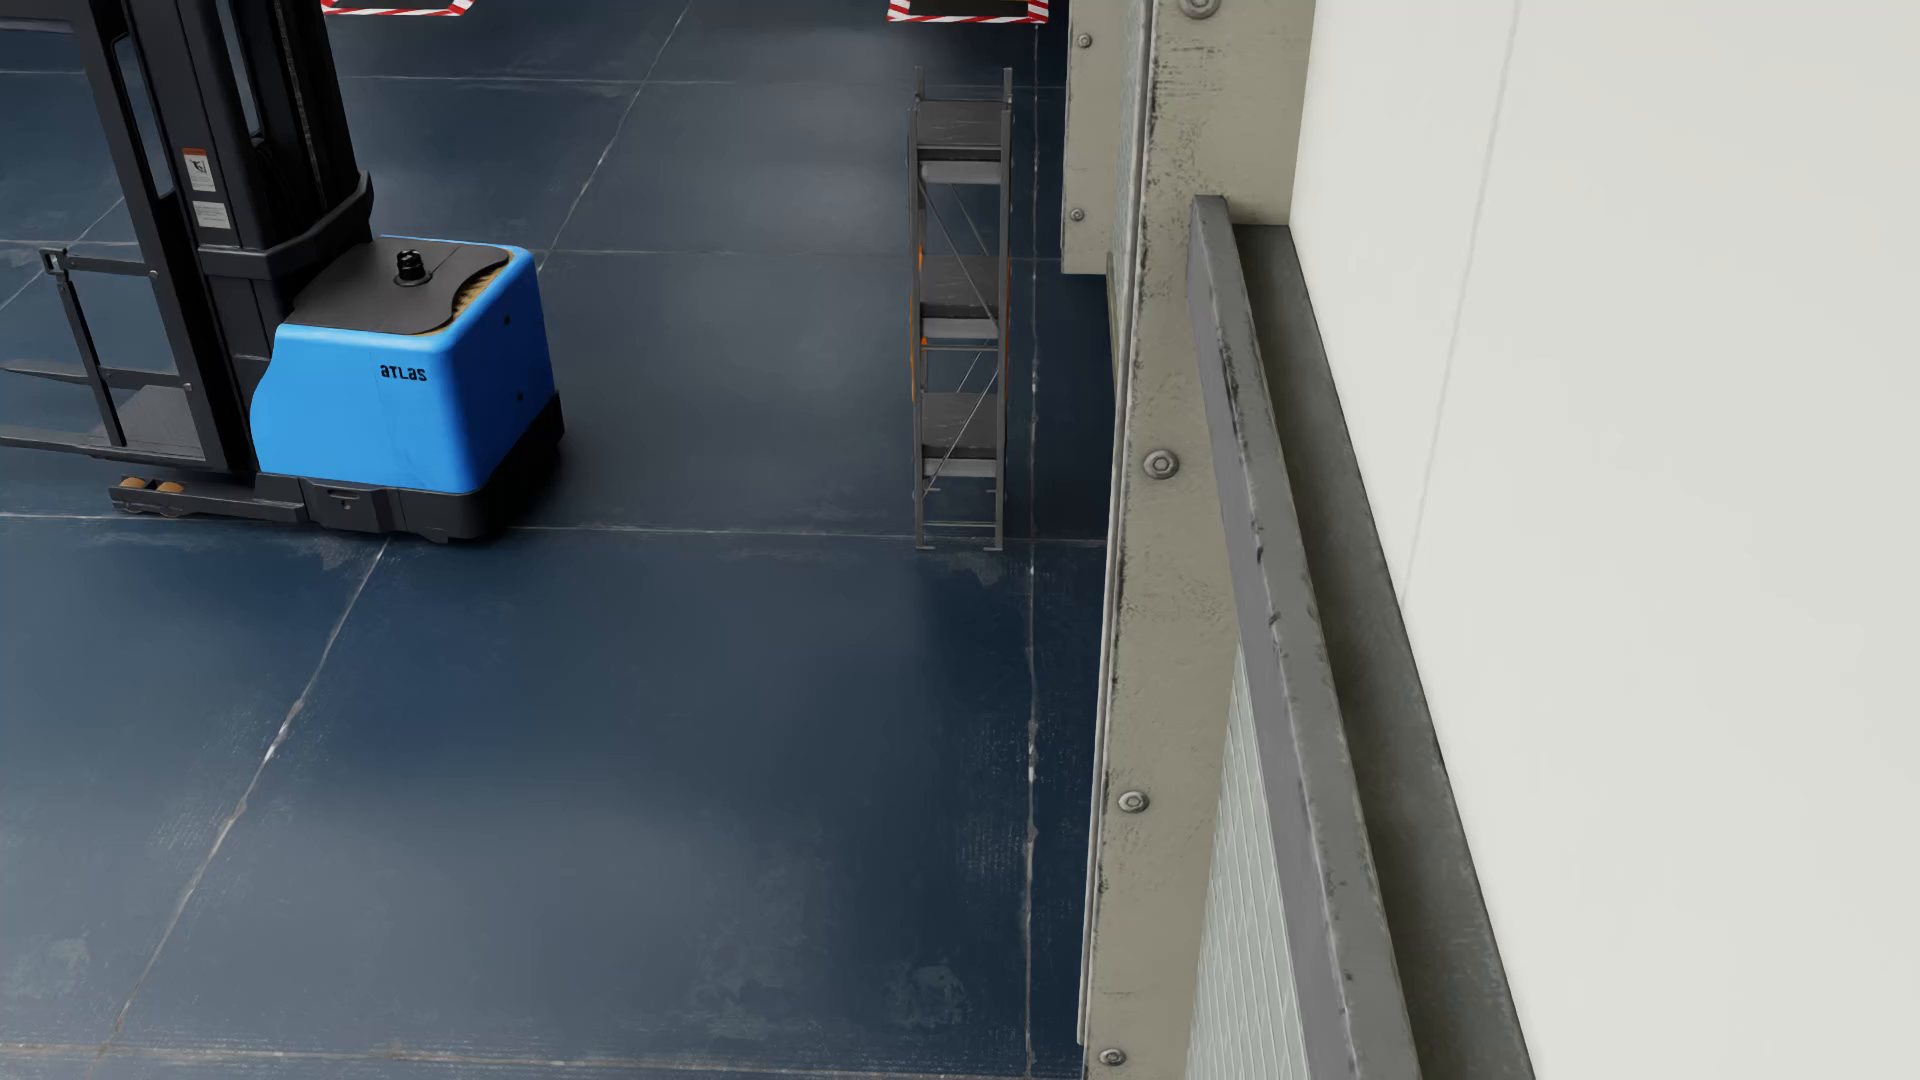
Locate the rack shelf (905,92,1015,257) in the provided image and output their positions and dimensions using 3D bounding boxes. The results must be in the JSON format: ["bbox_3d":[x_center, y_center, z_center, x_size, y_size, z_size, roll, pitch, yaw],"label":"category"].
[{"bbox_3d":[0.007,-1.516,6.887,0.431,0.518,0.480,1,35,2],"label":"rack shelf"}]

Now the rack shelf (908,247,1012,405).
[{"bbox_3d":[0.007,-0.943,7.289,0.431,0.518,0.480,1,35,2],"label":"rack shelf"}]

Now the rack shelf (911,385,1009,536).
[{"bbox_3d":[0.007,-0.370,7.692,0.431,0.518,0.480,1,35,2],"label":"rack shelf"}]

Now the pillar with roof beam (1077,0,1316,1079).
[{"bbox_3d":[-3.771,-2.054,2.847,9.100,9.000,0.400,1,35,2],"label":"pillar with roof beam"}]

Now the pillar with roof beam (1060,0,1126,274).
[{"bbox_3d":[-3.530,-5.502,7.752,9.100,9.000,0.400,1,35,2],"label":"pillar with roof beam"}]

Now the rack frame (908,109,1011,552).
[{"bbox_3d":[-0.003,-0.814,7.082,0.400,2.100,0.015,1,35,2],"label":"rack frame"}]

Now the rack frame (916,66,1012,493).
[{"bbox_3d":[0.016,-1.094,7.481,0.400,2.100,0.015,1,35,2],"label":"rack frame"}]

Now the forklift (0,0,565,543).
[{"bbox_3d":[-3.564,-1.597,7.474,3.031,2.935,1.130,6,36,9],"label":"forklift"}]

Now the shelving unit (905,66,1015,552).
[{"bbox_3d":[0.007,-0.954,7.282,0.431,2.100,0.503,1,35,2],"label":"shelving unit"}]
